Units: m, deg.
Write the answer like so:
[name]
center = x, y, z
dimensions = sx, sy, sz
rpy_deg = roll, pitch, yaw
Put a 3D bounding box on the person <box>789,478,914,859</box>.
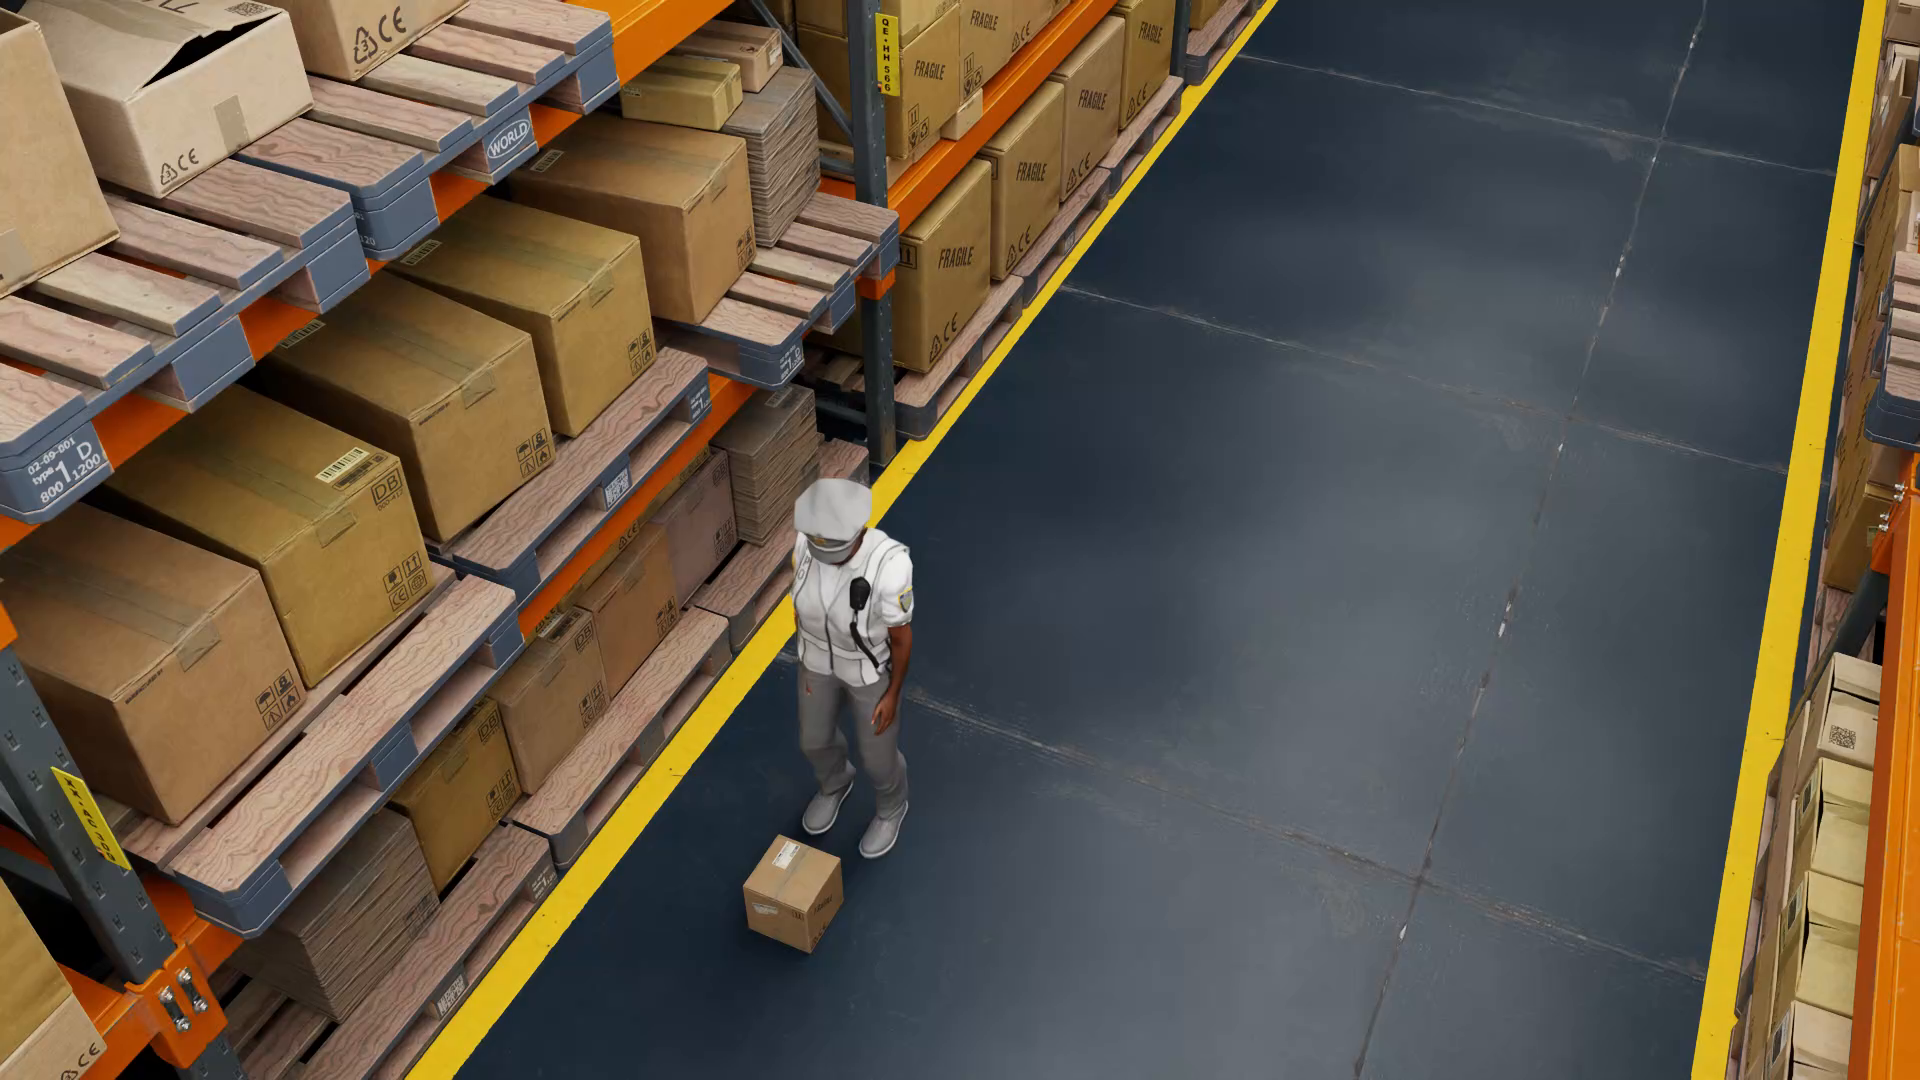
[person]
center = -0.362, 0.447, 5.690
dimensions = 0.446, 1.644, 0.379
rpy_deg = 18, 45, 19
